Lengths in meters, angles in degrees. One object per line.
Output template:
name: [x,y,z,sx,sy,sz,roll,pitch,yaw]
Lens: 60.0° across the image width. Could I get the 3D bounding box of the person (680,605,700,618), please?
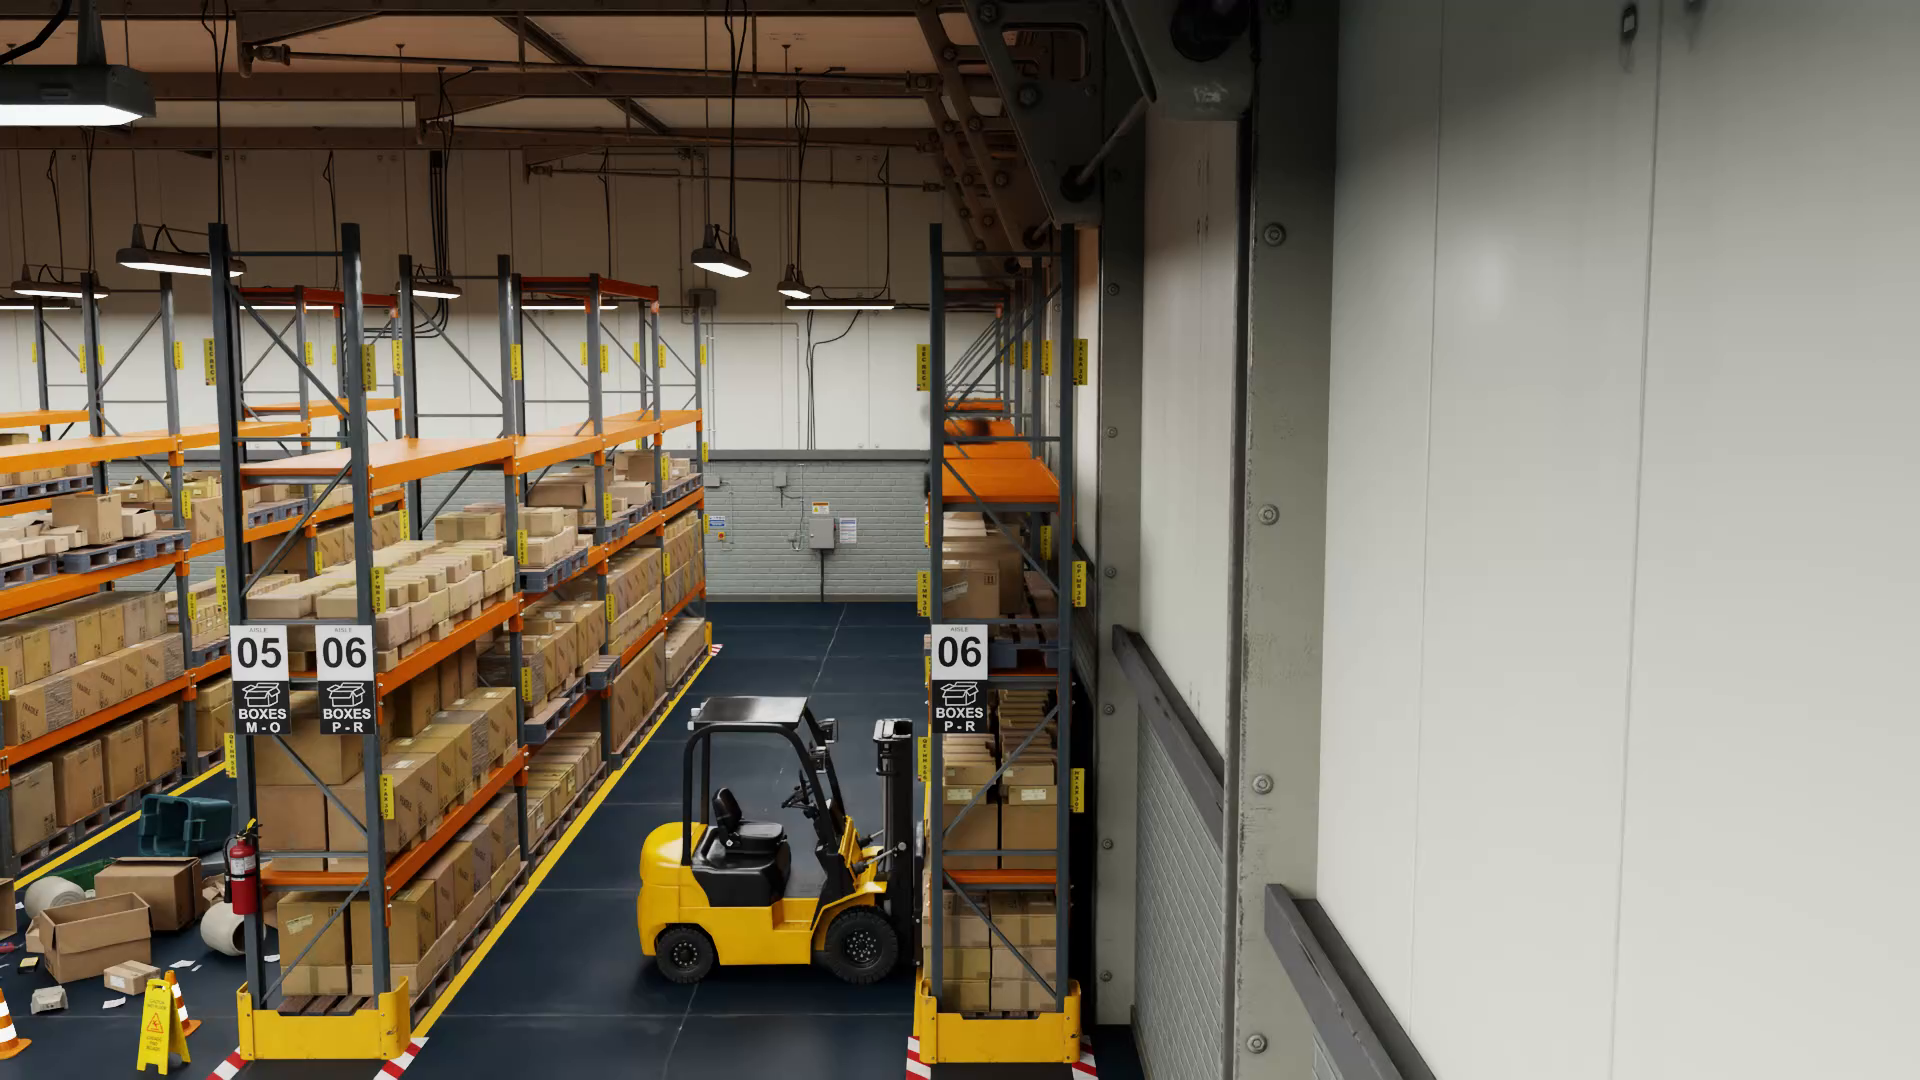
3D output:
person: [-5.082,0.855,29.753,0.938,1.645,0.575,-1,7,-12]
